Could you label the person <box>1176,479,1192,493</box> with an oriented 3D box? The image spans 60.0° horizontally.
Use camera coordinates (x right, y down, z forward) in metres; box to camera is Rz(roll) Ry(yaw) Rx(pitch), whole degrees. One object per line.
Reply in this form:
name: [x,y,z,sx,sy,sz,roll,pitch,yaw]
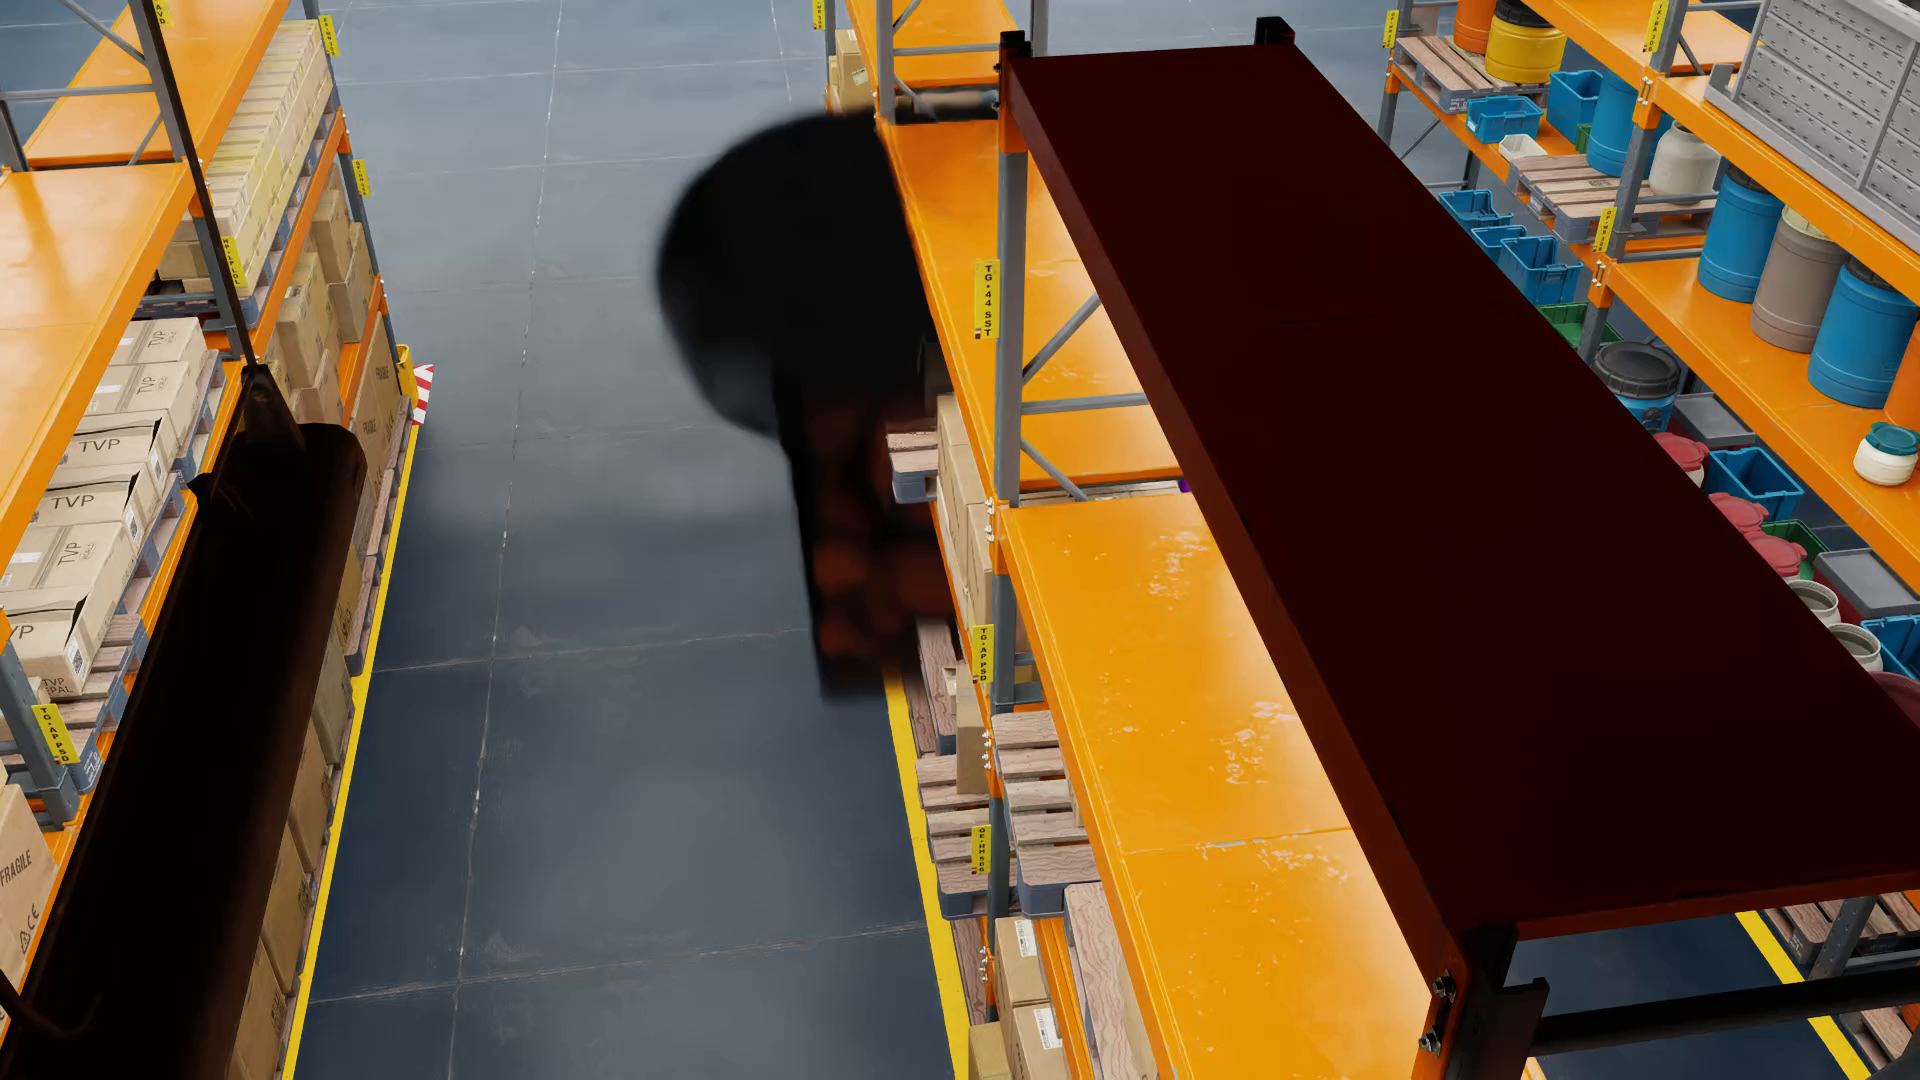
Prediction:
person: [1.638,-0.091,11.831,0.667,1.719,0.946,-18,40,-22]
